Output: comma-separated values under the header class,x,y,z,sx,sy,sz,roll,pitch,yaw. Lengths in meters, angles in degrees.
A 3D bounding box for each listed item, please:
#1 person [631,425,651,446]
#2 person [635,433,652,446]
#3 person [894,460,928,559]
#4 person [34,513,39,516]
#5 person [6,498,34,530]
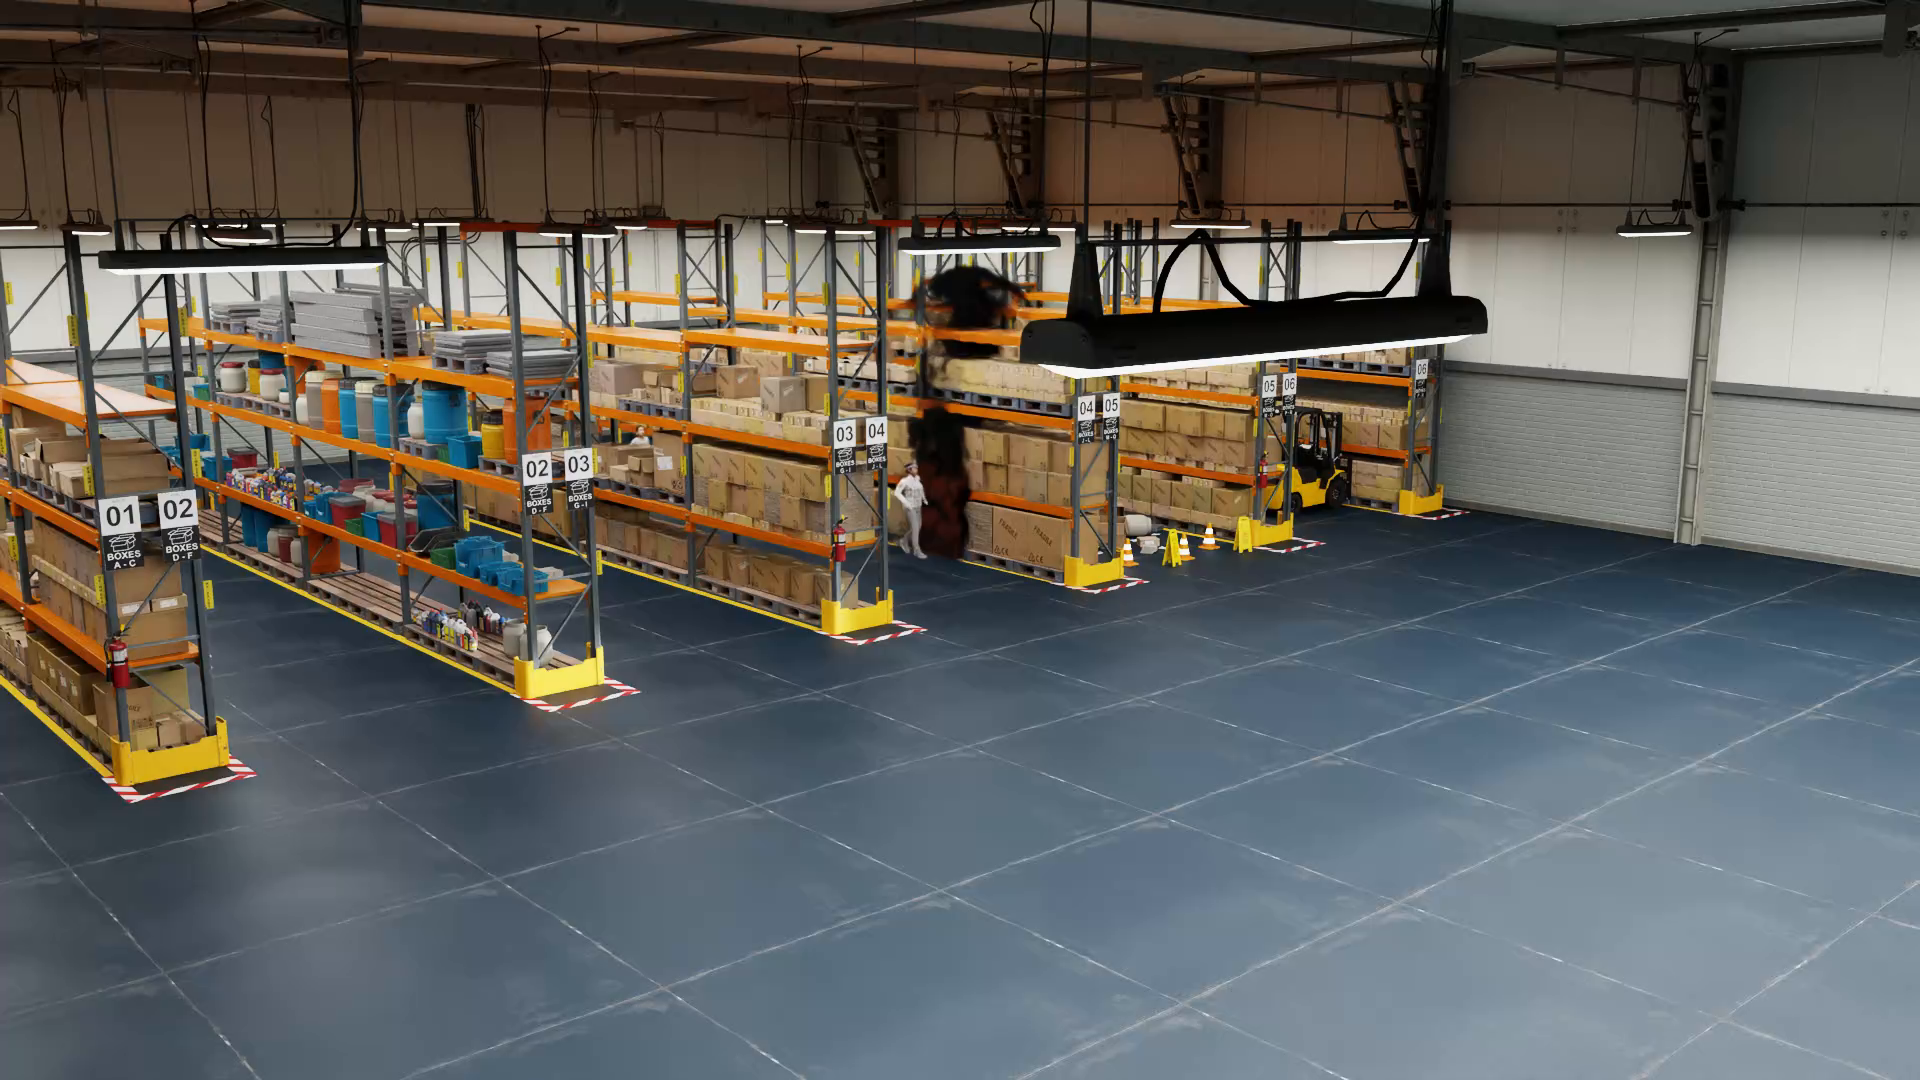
class,x,y,z,sx,sy,sz,roll,pitch,yaw
person,-6.784,-1.654,35.682,0.577,1.620,1.066,-8,14,-34
person,-8.026,-2.875,41.694,0.636,1.740,0.586,11,16,44
person,-0.843,-0.552,28.917,0.668,1.705,0.625,9,15,39
person,-16.813,-0.612,30.422,0.857,1.785,0.694,10,15,40
person,-17.694,-0.730,31.202,0.937,1.682,0.683,7,14,32
